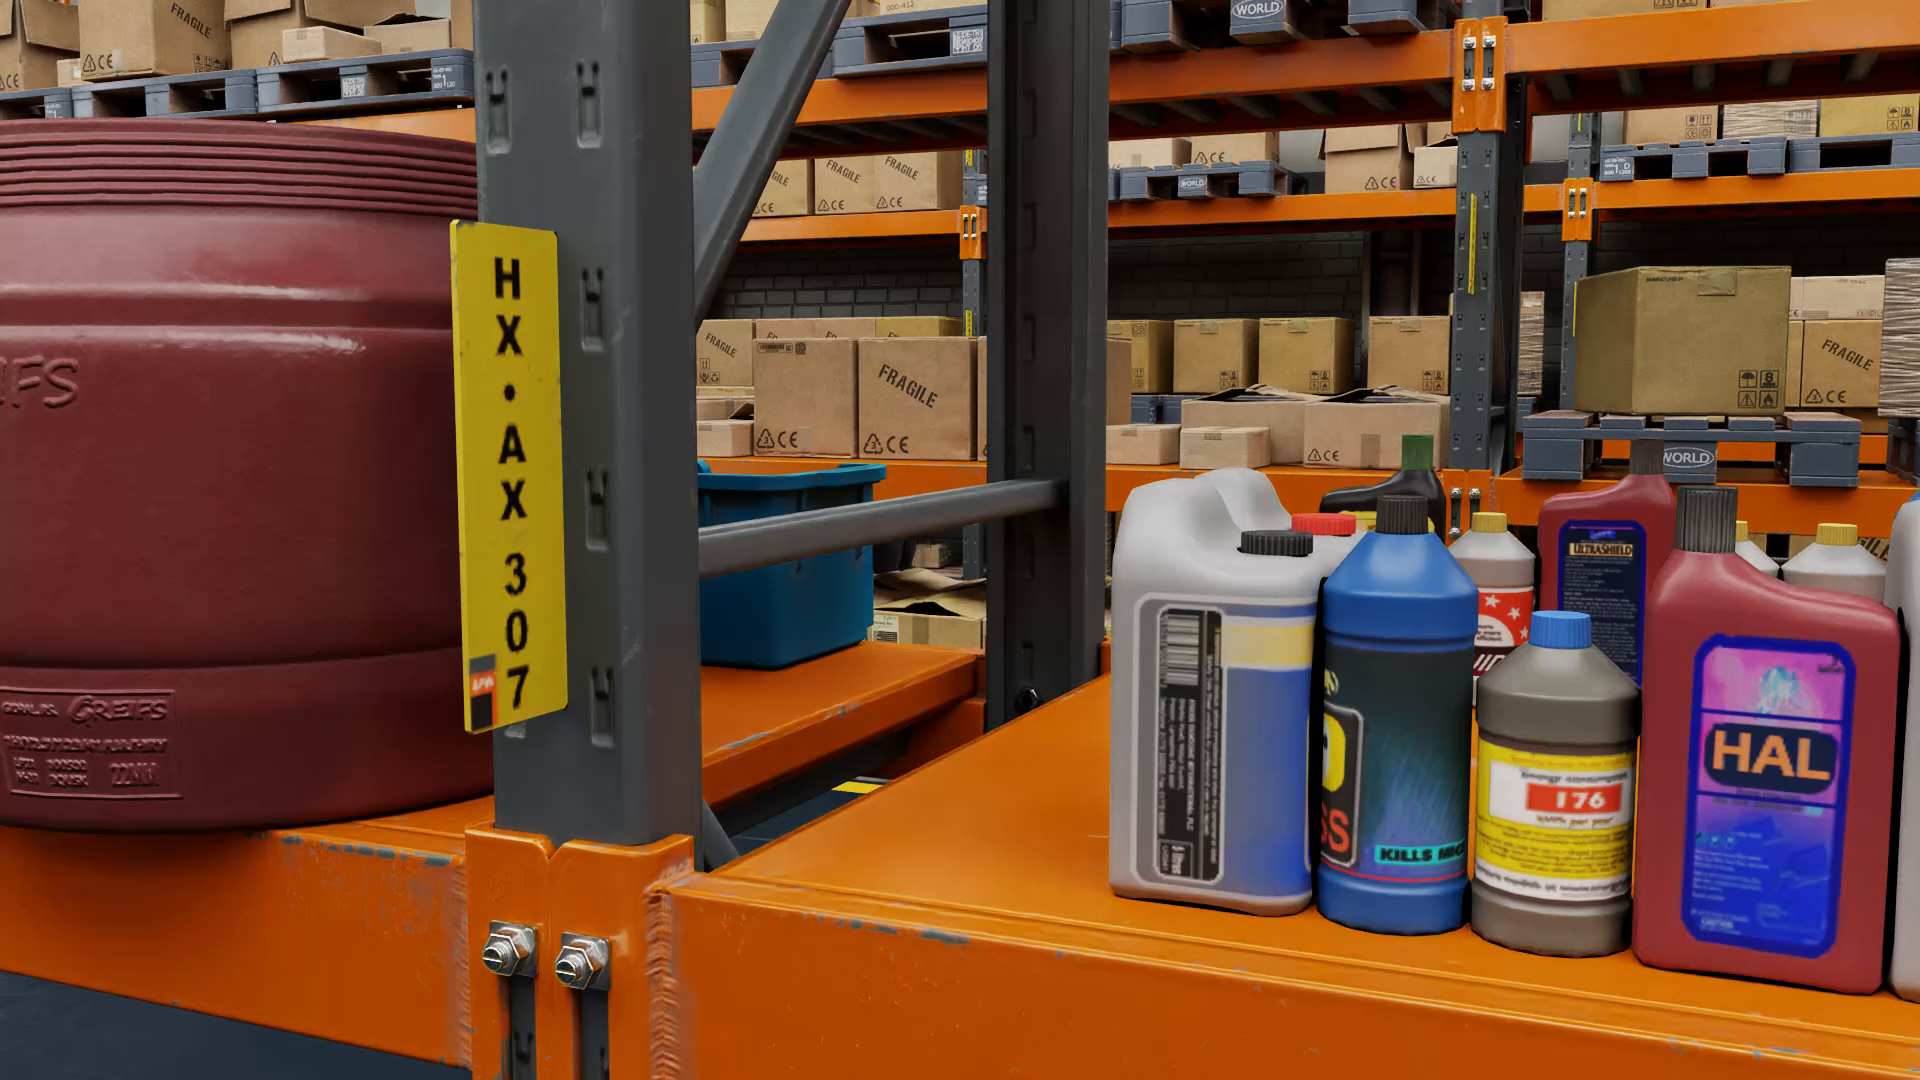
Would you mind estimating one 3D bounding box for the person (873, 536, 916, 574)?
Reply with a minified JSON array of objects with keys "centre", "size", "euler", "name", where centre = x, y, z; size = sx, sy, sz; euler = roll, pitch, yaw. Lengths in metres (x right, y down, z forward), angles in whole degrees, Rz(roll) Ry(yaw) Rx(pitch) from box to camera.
[{"centre":[-0.436,-0.120,9.493],"size":[0.389,1.658,0.530],"euler":[2,6,24],"name":"person"}]
